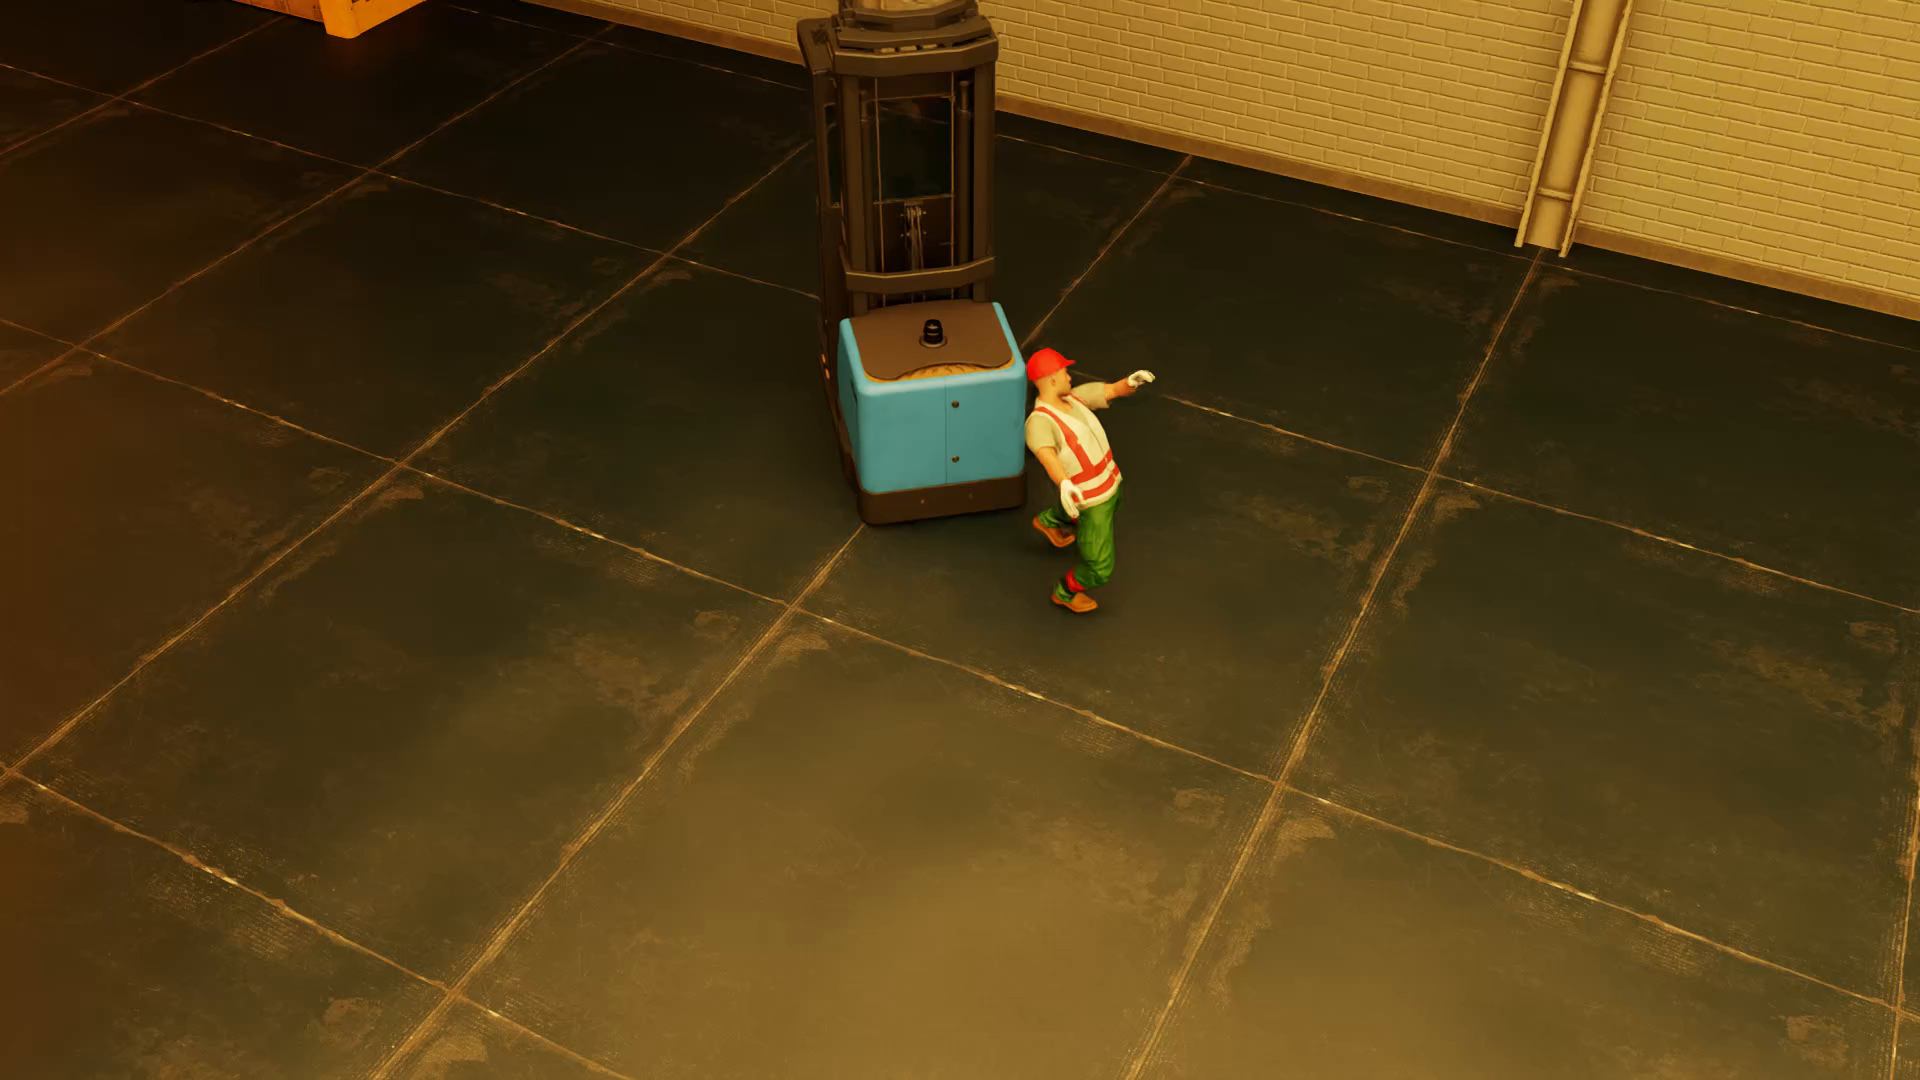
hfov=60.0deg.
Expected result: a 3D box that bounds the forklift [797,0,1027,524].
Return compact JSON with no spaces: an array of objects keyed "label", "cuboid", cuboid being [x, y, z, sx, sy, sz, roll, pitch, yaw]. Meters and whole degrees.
[{"label":"forklift","cuboid":[-0.382,-2.173,10.567,1.130,2.935,3.031,-7,41,-9]}]

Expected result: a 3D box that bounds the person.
[{"label":"person","cuboid":[0.638,-0.228,9.284,0.722,1.545,1.099,10,41,12]}]
